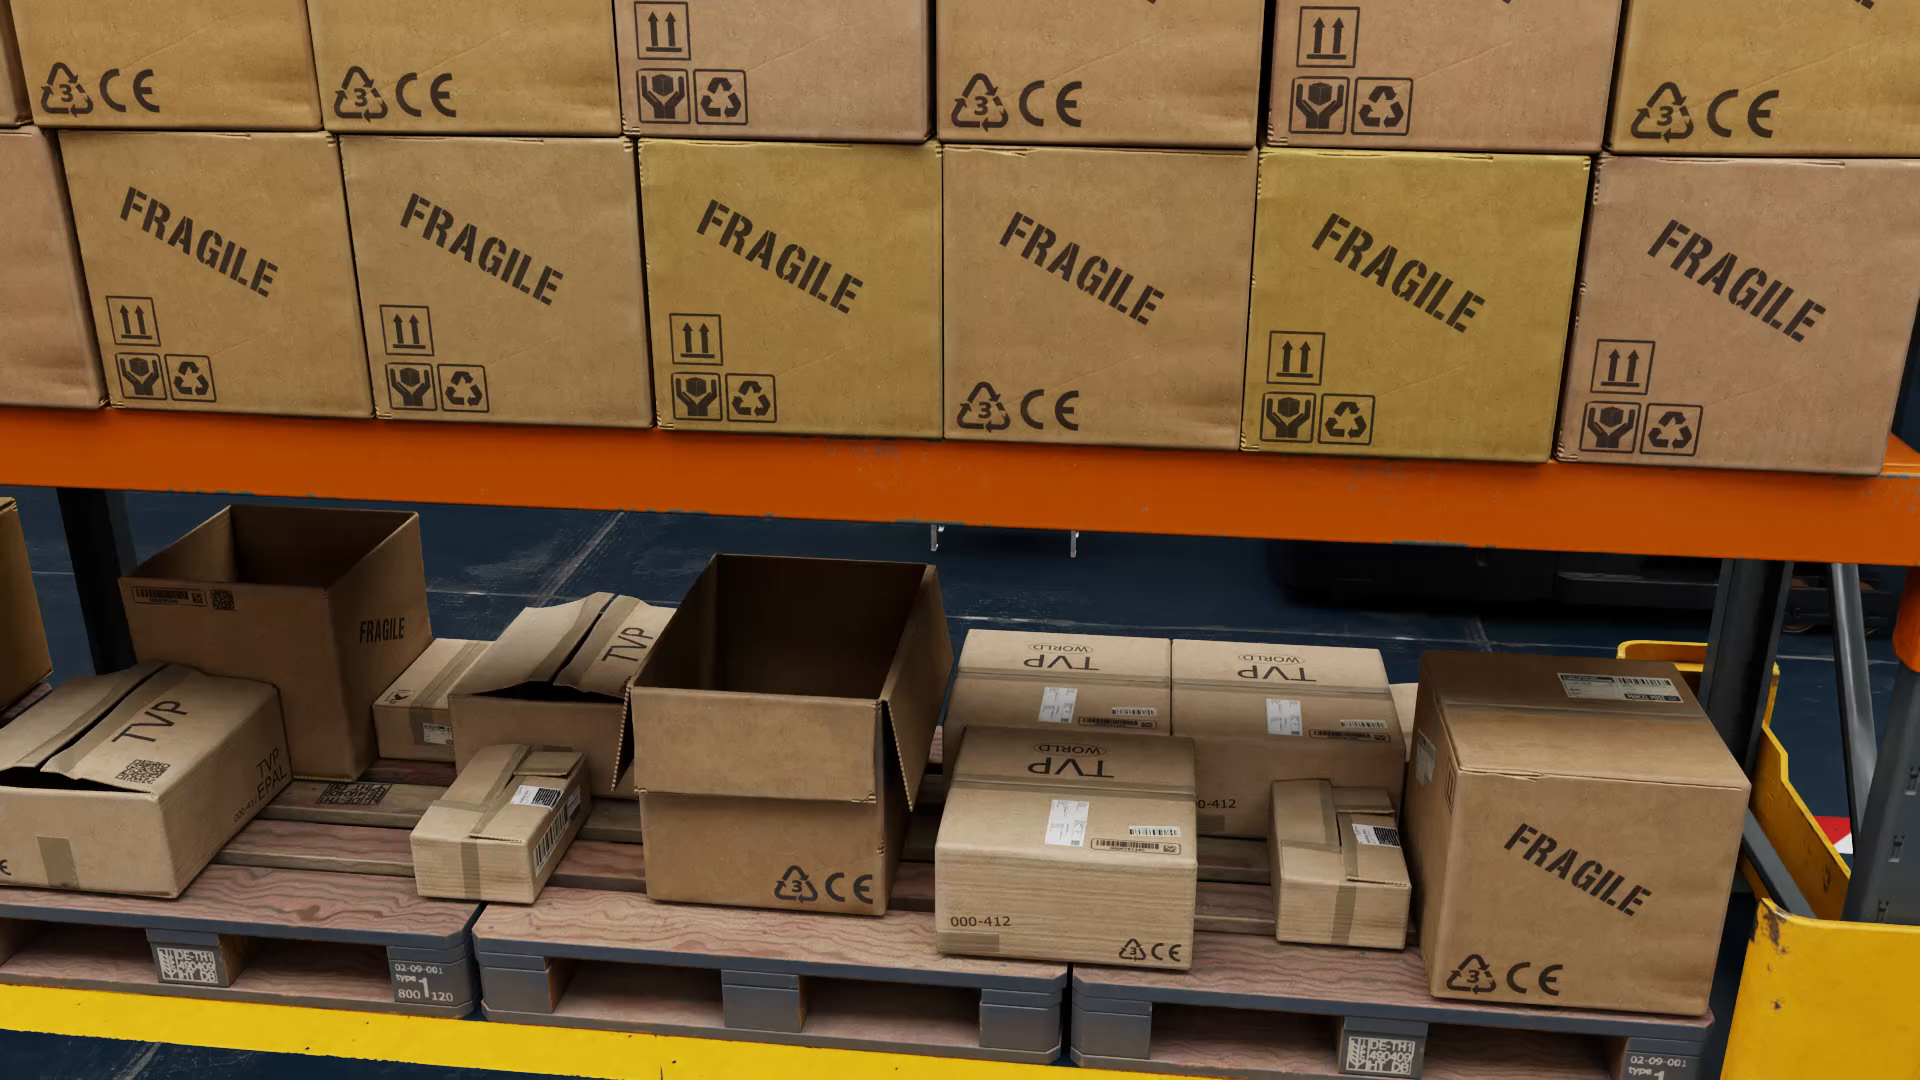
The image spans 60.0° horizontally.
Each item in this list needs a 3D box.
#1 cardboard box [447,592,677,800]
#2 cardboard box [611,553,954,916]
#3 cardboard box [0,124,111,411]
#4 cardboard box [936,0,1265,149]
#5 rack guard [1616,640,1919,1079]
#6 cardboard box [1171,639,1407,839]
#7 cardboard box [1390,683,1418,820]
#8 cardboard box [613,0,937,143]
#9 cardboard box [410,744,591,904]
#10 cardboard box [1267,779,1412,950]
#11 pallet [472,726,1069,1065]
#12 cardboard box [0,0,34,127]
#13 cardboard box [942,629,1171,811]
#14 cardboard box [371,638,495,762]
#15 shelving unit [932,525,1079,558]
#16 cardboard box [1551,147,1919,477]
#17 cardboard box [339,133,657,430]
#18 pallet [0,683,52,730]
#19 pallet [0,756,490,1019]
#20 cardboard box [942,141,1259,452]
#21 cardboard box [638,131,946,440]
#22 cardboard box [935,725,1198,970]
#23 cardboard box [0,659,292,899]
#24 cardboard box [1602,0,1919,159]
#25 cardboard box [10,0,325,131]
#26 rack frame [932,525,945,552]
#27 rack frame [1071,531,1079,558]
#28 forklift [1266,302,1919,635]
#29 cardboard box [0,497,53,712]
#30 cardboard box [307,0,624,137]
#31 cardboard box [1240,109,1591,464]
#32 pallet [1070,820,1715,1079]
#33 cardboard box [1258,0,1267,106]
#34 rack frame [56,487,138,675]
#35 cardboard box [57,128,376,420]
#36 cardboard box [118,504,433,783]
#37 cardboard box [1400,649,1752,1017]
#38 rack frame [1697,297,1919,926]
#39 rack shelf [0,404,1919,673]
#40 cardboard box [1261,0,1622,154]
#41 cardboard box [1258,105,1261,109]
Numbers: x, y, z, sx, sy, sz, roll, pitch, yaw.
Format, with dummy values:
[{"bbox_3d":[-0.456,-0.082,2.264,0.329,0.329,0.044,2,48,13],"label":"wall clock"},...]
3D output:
[{"bbox_3d":[-0.891,0.358,4.014,0.500,0.311,0.500,2,22,6],"label":"cardboard box"},{"bbox_3d":[-0.368,0.394,3.660,0.637,0.503,0.797,2,22,6],"label":"cardboard box"},{"bbox_3d":[-1.761,-0.567,3.157,0.500,0.500,0.500,3,22,8],"label":"cardboard box"},{"bbox_3d":[0.246,-0.941,2.744,0.500,0.500,0.500,3,22,8],"label":"cardboard box"},{"bbox_3d":[1.662,0.691,3.513,0.348,0.500,1.175,2,22,6],"label":"rack guard"},{"bbox_3d":[0.734,0.457,3.846,0.500,0.250,0.500,2,22,6],"label":"cardboard box"},{"bbox_3d":[1.114,0.490,3.876,0.250,0.166,0.380,2,22,6],"label":"cardboard box"},{"bbox_3d":[-0.264,-0.963,2.801,0.500,0.500,0.500,3,22,8],"label":"cardboard box"},{"bbox_3d":[-0.983,0.602,3.592,0.250,0.166,0.380,2,22,6],"label":"cardboard box"},{"bbox_3d":[0.777,0.661,3.444,0.250,0.166,0.380,2,22,6],"label":"cardboard box"},{"bbox_3d":[-0.338,0.737,3.788,1.213,0.211,1.003,2,22,6],"label":"pallet"},{"bbox_3d":[-1.800,-1.030,2.969,0.500,0.500,0.500,3,22,8],"label":"cardboard box"},{"bbox_3d":[0.238,0.435,3.901,0.500,0.250,0.500,2,22,6],"label":"cardboard box"},{"bbox_3d":[-1.256,0.395,4.140,0.250,0.149,0.380,2,22,6],"label":"cardboard box"},{"bbox_3d":[0.164,-0.551,5.701,0.503,1.200,0.258,2,22,6],"label":"shelving unit"},{"bbox_3d":[1.261,-0.435,2.824,0.500,0.500,0.500,3,22,8],"label":"cardboard box"},{"bbox_3d":[-0.755,-0.523,3.047,0.500,0.500,0.500,2,22,6],"label":"cardboard box"},{"bbox_3d":[-3.047,0.634,4.050,1.213,0.211,1.003,2,22,6],"label":"pallet"},{"bbox_3d":[-1.553,0.685,3.919,1.213,0.211,1.003,2,22,6],"label":"pallet"},{"bbox_3d":[0.250,-0.480,2.937,0.500,0.500,0.500,3,22,7],"label":"cardboard box"},{"bbox_3d":[-0.250,-0.502,2.993,0.500,0.500,0.500,2,22,6],"label":"cardboard box"},{"bbox_3d":[0.229,0.620,3.433,0.500,0.250,0.500,2,22,6],"label":"cardboard box"},{"bbox_3d":[-1.843,0.501,3.650,0.500,0.311,0.500,2,22,6],"label":"cardboard box"},{"bbox_3d":[1.263,-0.899,2.637,0.500,0.500,0.500,2,22,6],"label":"cardboard box"},{"bbox_3d":[-1.287,-1.008,2.913,0.500,0.500,0.500,2,22,5],"label":"cardboard box"},{"bbox_3d":[-0.078,-0.561,5.728,0.015,1.200,0.240,2,22,6],"label":"rack frame"},{"bbox_3d":[0.407,-0.540,5.674,0.015,1.200,0.240,2,22,6],"label":"rack frame"},{"bbox_3d":[2.576,-1.271,5.168,3.031,2.935,1.130,2,22,6],"label":"forklift"},{"bbox_3d":[-2.686,0.206,4.139,0.500,0.500,0.500,2,22,4],"label":"cardboard box"},{"bbox_3d":[-0.777,-0.985,2.856,0.500,0.500,0.500,2,22,5],"label":"cardboard box"},{"bbox_3d":[0.745,-0.456,2.878,0.500,0.500,0.500,3,22,7],"label":"cardboard box"},{"bbox_3d":[0.870,0.791,3.652,1.213,0.211,1.003,2,22,6],"label":"pallet"},{"bbox_3d":[0.808,-1.115,3.185,0.500,0.500,0.500,3,22,7],"label":"cardboard box"},{"bbox_3d":[-2.235,-0.642,3.483,0.127,3.000,1.000,2,22,6],"label":"rack frame"},{"bbox_3d":[-1.252,-0.546,3.104,0.500,0.500,0.500,3,22,7],"label":"cardboard box"},{"bbox_3d":[-1.635,0.237,4.061,0.500,0.500,0.500,2,22,6],"label":"cardboard box"},{"bbox_3d":[1.169,0.556,3.256,0.500,0.500,0.500,2,22,6],"label":"cardboard box"},{"bbox_3d":[1.738,-0.468,3.045,0.127,3.000,1.000,2,22,6],"label":"rack frame"},{"bbox_3d":[-0.249,-0.220,3.396,4.000,0.370,1.077,2,22,6],"label":"rack shelf"},{"bbox_3d":[0.761,-0.920,2.692,0.500,0.500,0.500,3,22,8],"label":"cardboard box"},{"bbox_3d":[0.815,-0.651,3.370,0.500,0.500,0.500,2,22,6],"label":"cardboard box"}]
